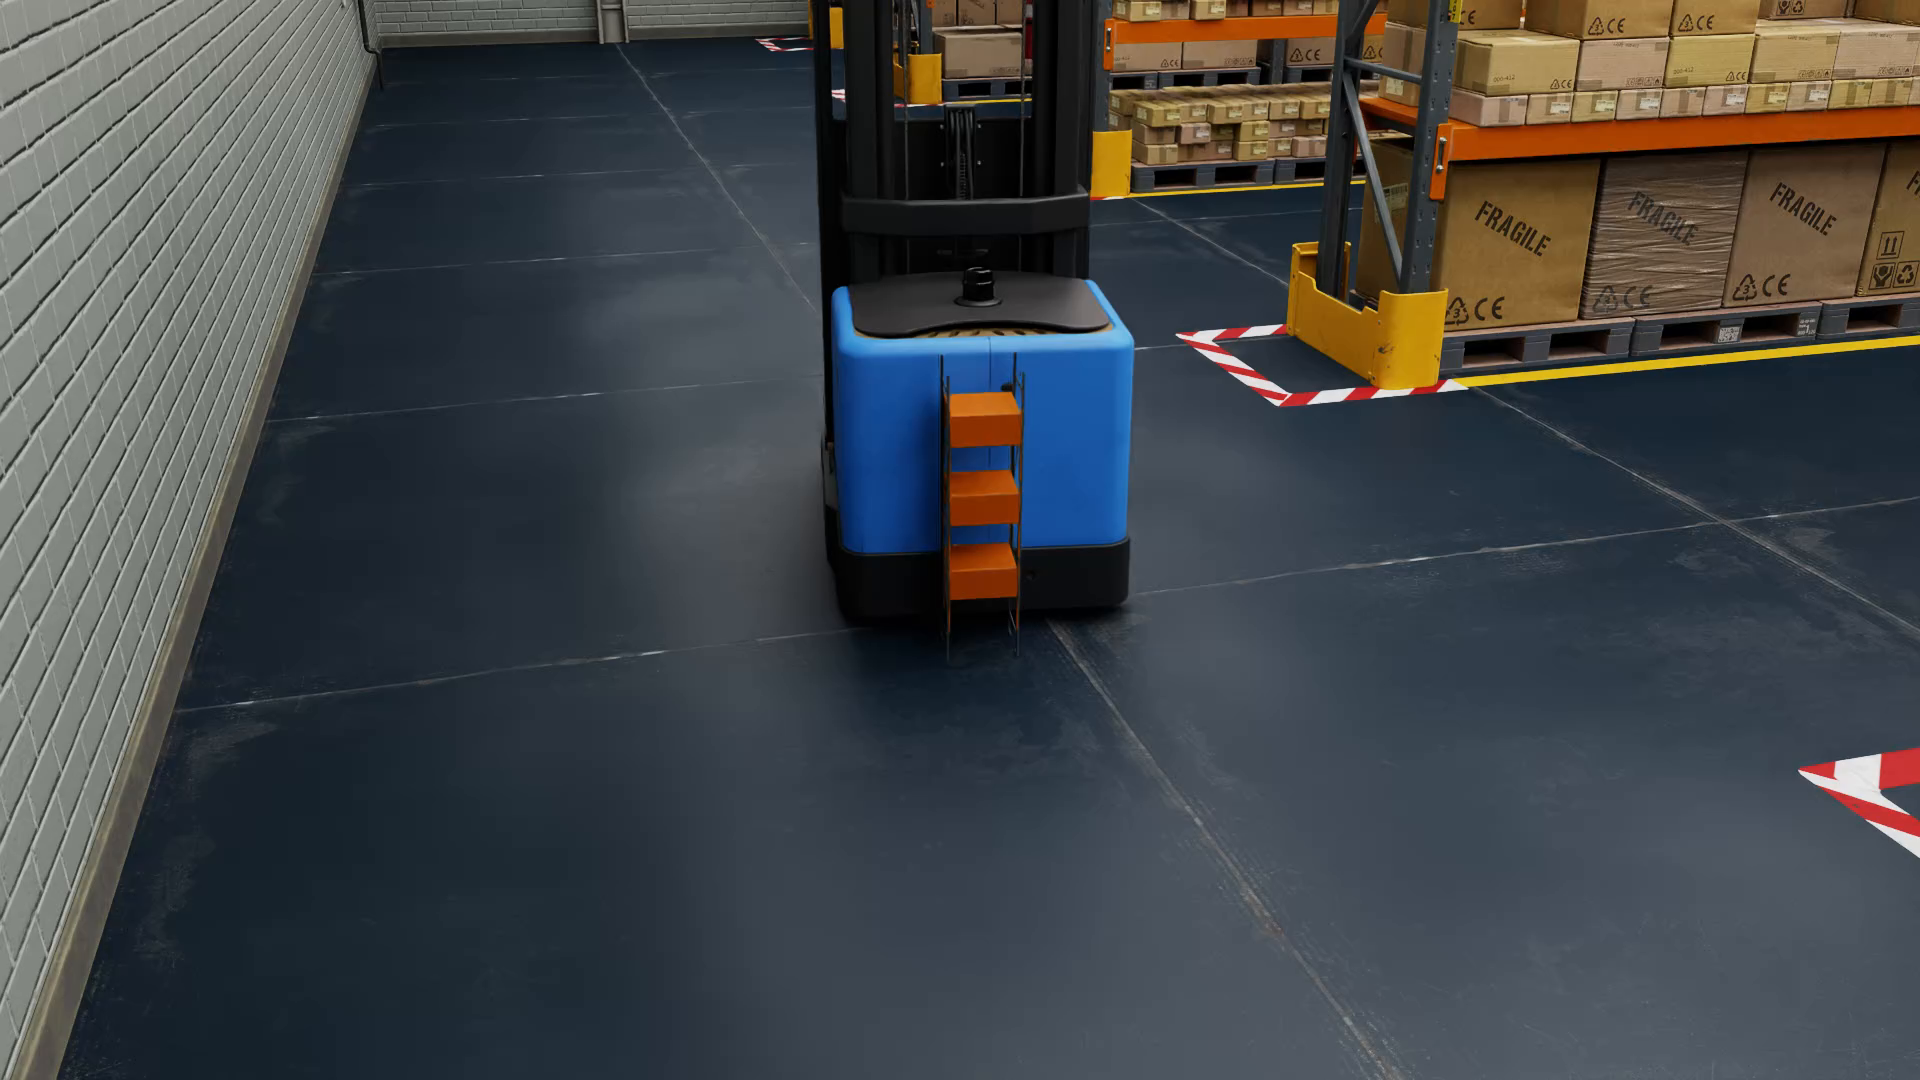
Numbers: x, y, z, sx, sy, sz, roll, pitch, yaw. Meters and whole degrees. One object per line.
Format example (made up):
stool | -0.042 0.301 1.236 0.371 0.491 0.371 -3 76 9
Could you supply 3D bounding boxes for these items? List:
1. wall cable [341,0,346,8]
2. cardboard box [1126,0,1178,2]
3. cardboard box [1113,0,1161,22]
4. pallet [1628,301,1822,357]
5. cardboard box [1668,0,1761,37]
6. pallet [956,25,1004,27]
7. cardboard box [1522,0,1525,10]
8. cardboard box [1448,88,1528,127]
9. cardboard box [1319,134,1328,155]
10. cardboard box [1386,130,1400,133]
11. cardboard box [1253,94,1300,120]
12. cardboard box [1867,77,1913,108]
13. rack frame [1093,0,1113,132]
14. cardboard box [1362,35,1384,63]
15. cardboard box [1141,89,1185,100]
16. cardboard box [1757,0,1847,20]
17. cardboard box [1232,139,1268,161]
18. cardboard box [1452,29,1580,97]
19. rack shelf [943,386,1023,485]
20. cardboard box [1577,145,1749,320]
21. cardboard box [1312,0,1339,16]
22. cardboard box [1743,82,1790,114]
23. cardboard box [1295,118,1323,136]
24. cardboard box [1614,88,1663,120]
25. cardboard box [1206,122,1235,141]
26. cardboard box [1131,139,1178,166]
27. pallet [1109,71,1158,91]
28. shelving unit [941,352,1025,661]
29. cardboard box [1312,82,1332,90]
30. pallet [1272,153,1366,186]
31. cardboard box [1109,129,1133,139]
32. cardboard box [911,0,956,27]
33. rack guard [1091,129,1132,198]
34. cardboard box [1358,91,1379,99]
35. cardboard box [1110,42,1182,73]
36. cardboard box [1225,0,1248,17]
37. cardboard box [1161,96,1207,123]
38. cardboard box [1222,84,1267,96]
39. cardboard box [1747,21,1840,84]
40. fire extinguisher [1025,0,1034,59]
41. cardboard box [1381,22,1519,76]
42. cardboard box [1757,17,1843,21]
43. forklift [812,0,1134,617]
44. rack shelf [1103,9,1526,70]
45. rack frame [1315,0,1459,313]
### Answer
wall cable | -5.902 -6.019 15.645 0.123 1.953 0.585 -6 24 -14
cardboard box | 1.462 -4.404 12.706 0.500 0.500 0.500 -5 24 -12
cardboard box | 1.356 -4.073 12.757 0.250 0.149 0.380 -7 24 -15
pallet | 4.119 -1.346 9.620 1.213 0.211 1.003 -6 24 -14
cardboard box | 3.712 -2.856 8.465 0.500 0.500 0.500 -7 24 -16
pallet | 0.190 -6.971 22.730 1.213 0.211 1.003 -6 24 -14
cardboard box | 4.377 -4.401 13.521 0.250 0.149 0.380 -7 24 -16
cardboard box | 2.629 -2.182 8.349 0.250 0.149 0.380 -6 24 -14
cardboard box | 3.032 -3.265 13.639 0.250 0.149 0.380 -6 24 -14
cardboard box | 3.571 -3.477 13.755 0.250 0.149 0.380 -6 24 -13
cardboard box | 2.548 -3.499 13.428 0.250 0.149 0.380 -5 24 -12
cardboard box | 4.854 -2.429 8.924 0.250 0.149 0.380 -6 24 -13
rack frame | 0.956 -4.278 12.917 0.127 3.000 1.000 -6 24 -14
cardboard box | 4.815 -5.985 19.057 0.875 0.875 0.875 -6 24 -13
cardboard box | 1.654 -3.592 13.646 0.250 0.149 0.380 -6 24 -13
cardboard box | 4.543 -3.162 9.178 0.500 0.500 0.500 -7 24 -16
cardboard box | 2.289 -3.169 13.415 0.250 0.149 0.380 -6 24 -14
cardboard box | 2.733 -2.401 8.354 0.500 0.250 0.500 -7 24 -16
rack shelf | 0.071 -0.349 5.527 0.240 0.259 0.215 -3 26 -7
cardboard box | 3.669 -1.797 9.295 0.875 0.875 0.875 -6 24 -14
cardboard box | 2.844 -4.259 13.189 0.250 0.149 0.380 -5 24 -12
cardboard box | 4.110 -2.346 8.732 0.250 0.149 0.380 -7 24 -16
cardboard box | 2.776 -3.419 13.619 0.250 0.149 0.380 -5 24 -12
cardboard box | 3.373 -2.265 8.544 0.250 0.149 0.380 -7 24 -15
cardboard box | 2.020 -3.324 13.398 0.250 0.149 0.380 -6 24 -14
cardboard box | 1.547 -3.096 13.243 0.250 0.149 0.380 -6 24 -13
pallet | 1.442 -5.109 18.389 1.213 0.211 1.003 -6 24 -14
shelving unit | 0.070 -0.103 5.646 0.252 1.050 0.215 -3 26 -7
cardboard box | 3.156 -3.757 14.031 0.250 0.149 0.380 -7 24 -17
pallet | 2.993 -3.207 13.956 1.213 0.211 1.003 -6 24 -14
cardboard box | 1.406 -3.297 13.712 0.250 0.149 0.380 -6 24 -13
cardboard box | -0.375 -7.181 22.319 0.500 0.500 0.700 -5 24 -12
rack guard | 1.029 -3.138 13.429 0.348 0.500 1.175 -6 24 -14
cardboard box | 3.299 -3.557 13.565 0.250 0.149 0.380 -7 24 -16
cardboard box | 1.877 -5.467 18.403 0.875 0.438 0.875 -7 24 -16
cardboard box | 2.076 -4.204 13.062 0.250 0.149 0.380 -5 24 -12
cardboard box | 1.785 -3.437 13.283 0.250 0.149 0.380 -6 24 -13
cardboard box | 2.379 -3.721 13.947 0.250 0.149 0.380 -5 24 -12
cardboard box | 4.218 -2.569 8.745 0.500 0.250 0.500 -7 24 -15
fire extinguisher | 0.588 -4.220 13.352 0.183 0.674 0.296 -6 24 -14
cardboard box | 2.593 -2.605 8.829 0.500 0.250 0.500 -7 24 -15
cardboard box | 4.549 -2.819 9.330 0.500 0.250 0.500 -6 24 -13
forklift | -0.046 -1.618 6.803 1.130 2.935 3.031 -2 23 -5
rack shelf | 2.881 -4.161 13.555 4.000 0.370 1.077 -6 24 -14
rack frame | 2.198 -2.385 8.503 0.127 3.000 1.000 -6 24 -14
